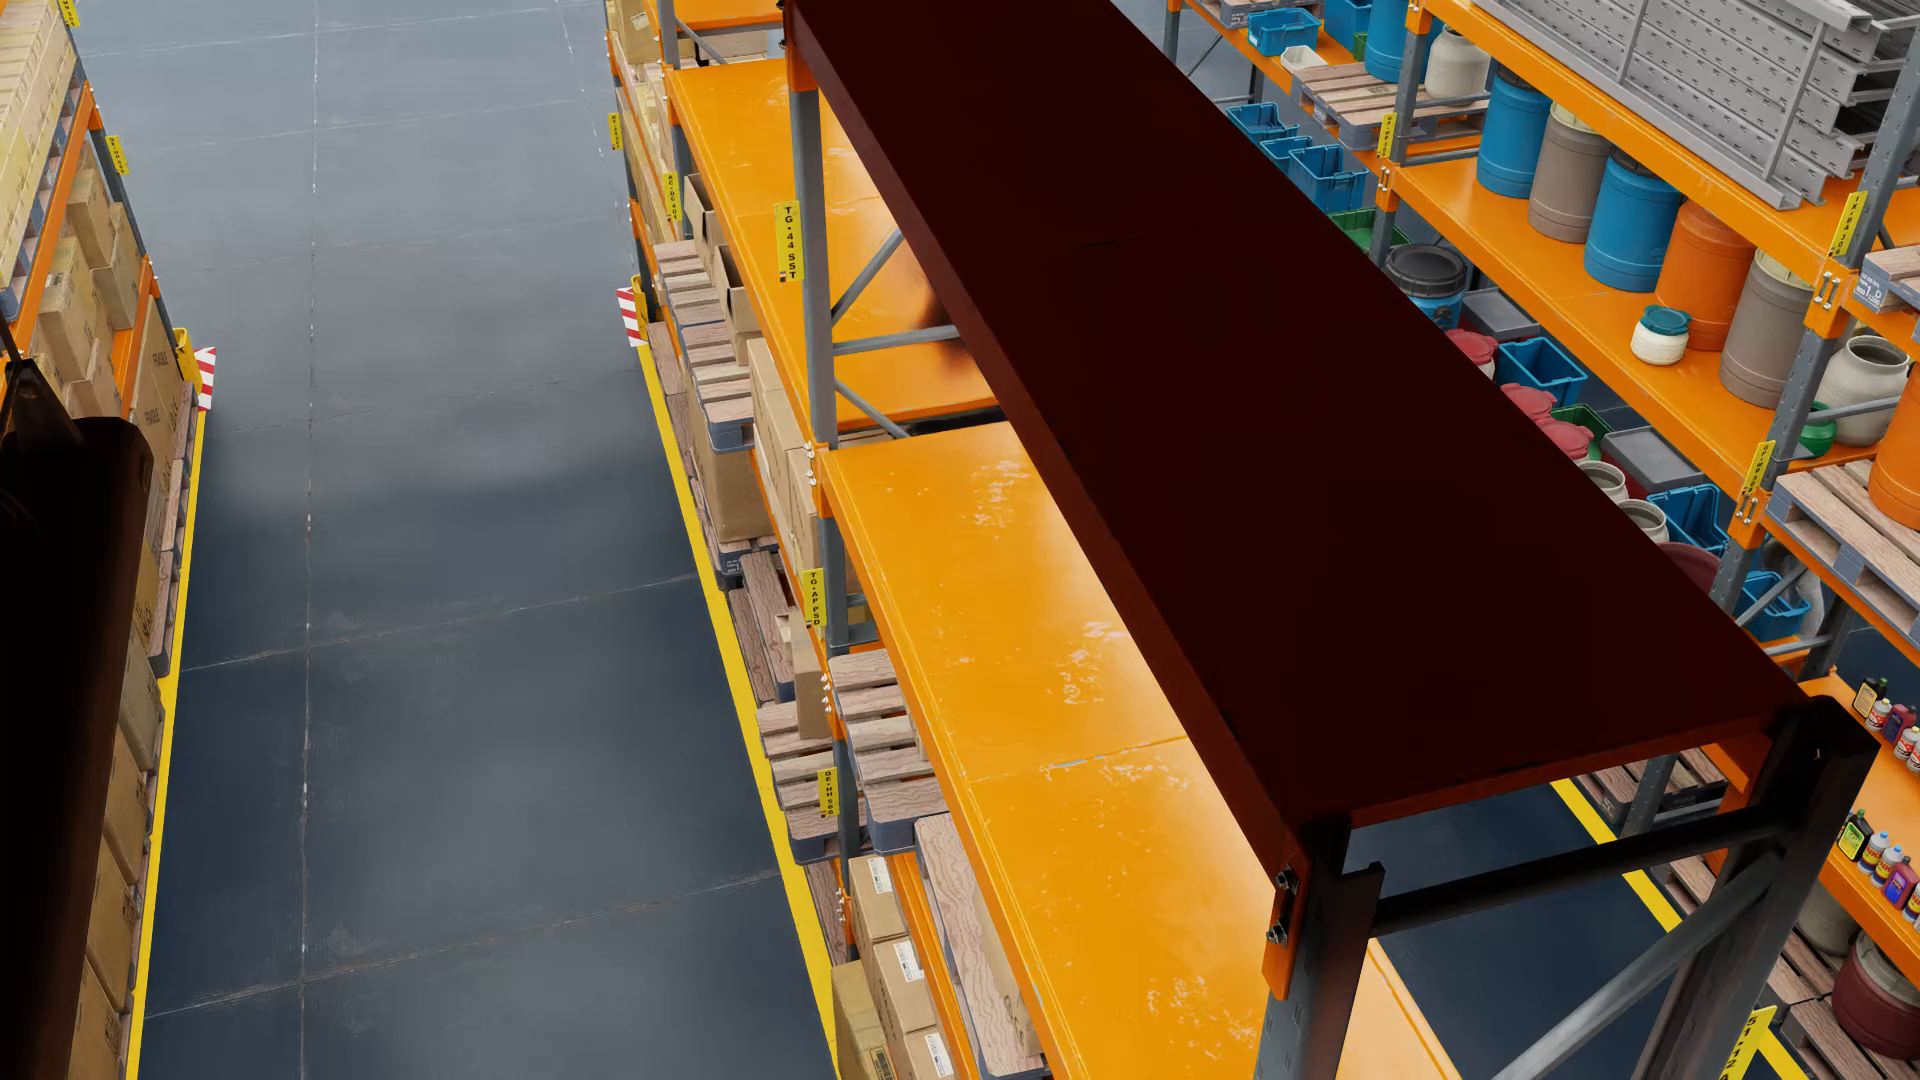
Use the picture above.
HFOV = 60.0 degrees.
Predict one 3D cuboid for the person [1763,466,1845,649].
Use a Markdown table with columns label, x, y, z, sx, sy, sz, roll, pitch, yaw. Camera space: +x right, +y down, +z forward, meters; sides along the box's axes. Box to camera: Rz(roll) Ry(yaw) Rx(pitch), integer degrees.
| label | x | y | z | sx | sy | sz | roll | pitch | yaw |
| --- | --- | --- | --- | --- | --- | --- | --- | --- | --- |
| person | 5.898 | -0.042 | 11.637 | 0.806 | 1.626 | 0.610 | 26 | 45 | 29 |
